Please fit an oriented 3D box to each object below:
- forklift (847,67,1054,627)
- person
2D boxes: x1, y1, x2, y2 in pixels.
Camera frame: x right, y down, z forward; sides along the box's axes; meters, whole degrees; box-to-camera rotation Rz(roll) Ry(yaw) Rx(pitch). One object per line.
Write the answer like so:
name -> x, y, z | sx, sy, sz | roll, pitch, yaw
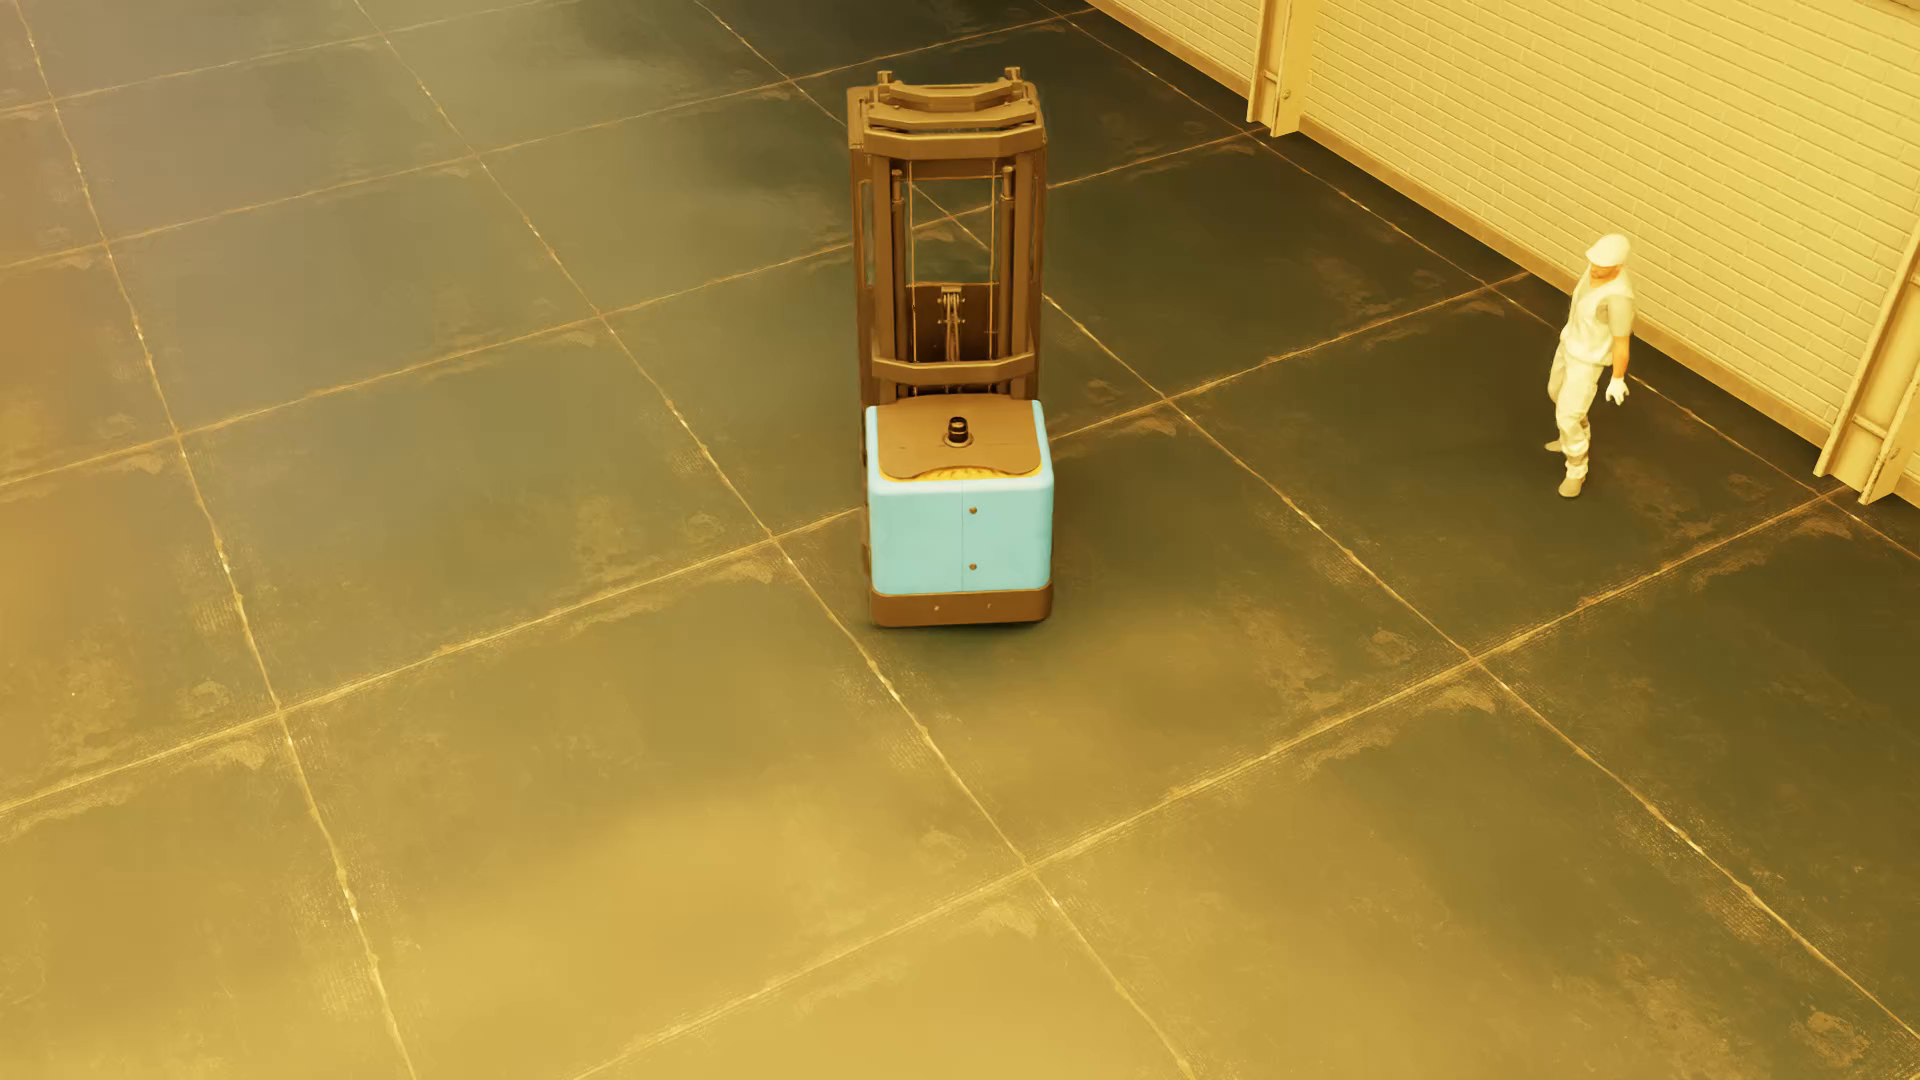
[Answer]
forklift -> -0.082, -1.551, 9.906 | 1.130, 2.935, 3.031 | -2, 40, -3
person -> 3.951, -1.189, 10.442 | 0.473, 1.751, 0.889 | 0, 40, 1
